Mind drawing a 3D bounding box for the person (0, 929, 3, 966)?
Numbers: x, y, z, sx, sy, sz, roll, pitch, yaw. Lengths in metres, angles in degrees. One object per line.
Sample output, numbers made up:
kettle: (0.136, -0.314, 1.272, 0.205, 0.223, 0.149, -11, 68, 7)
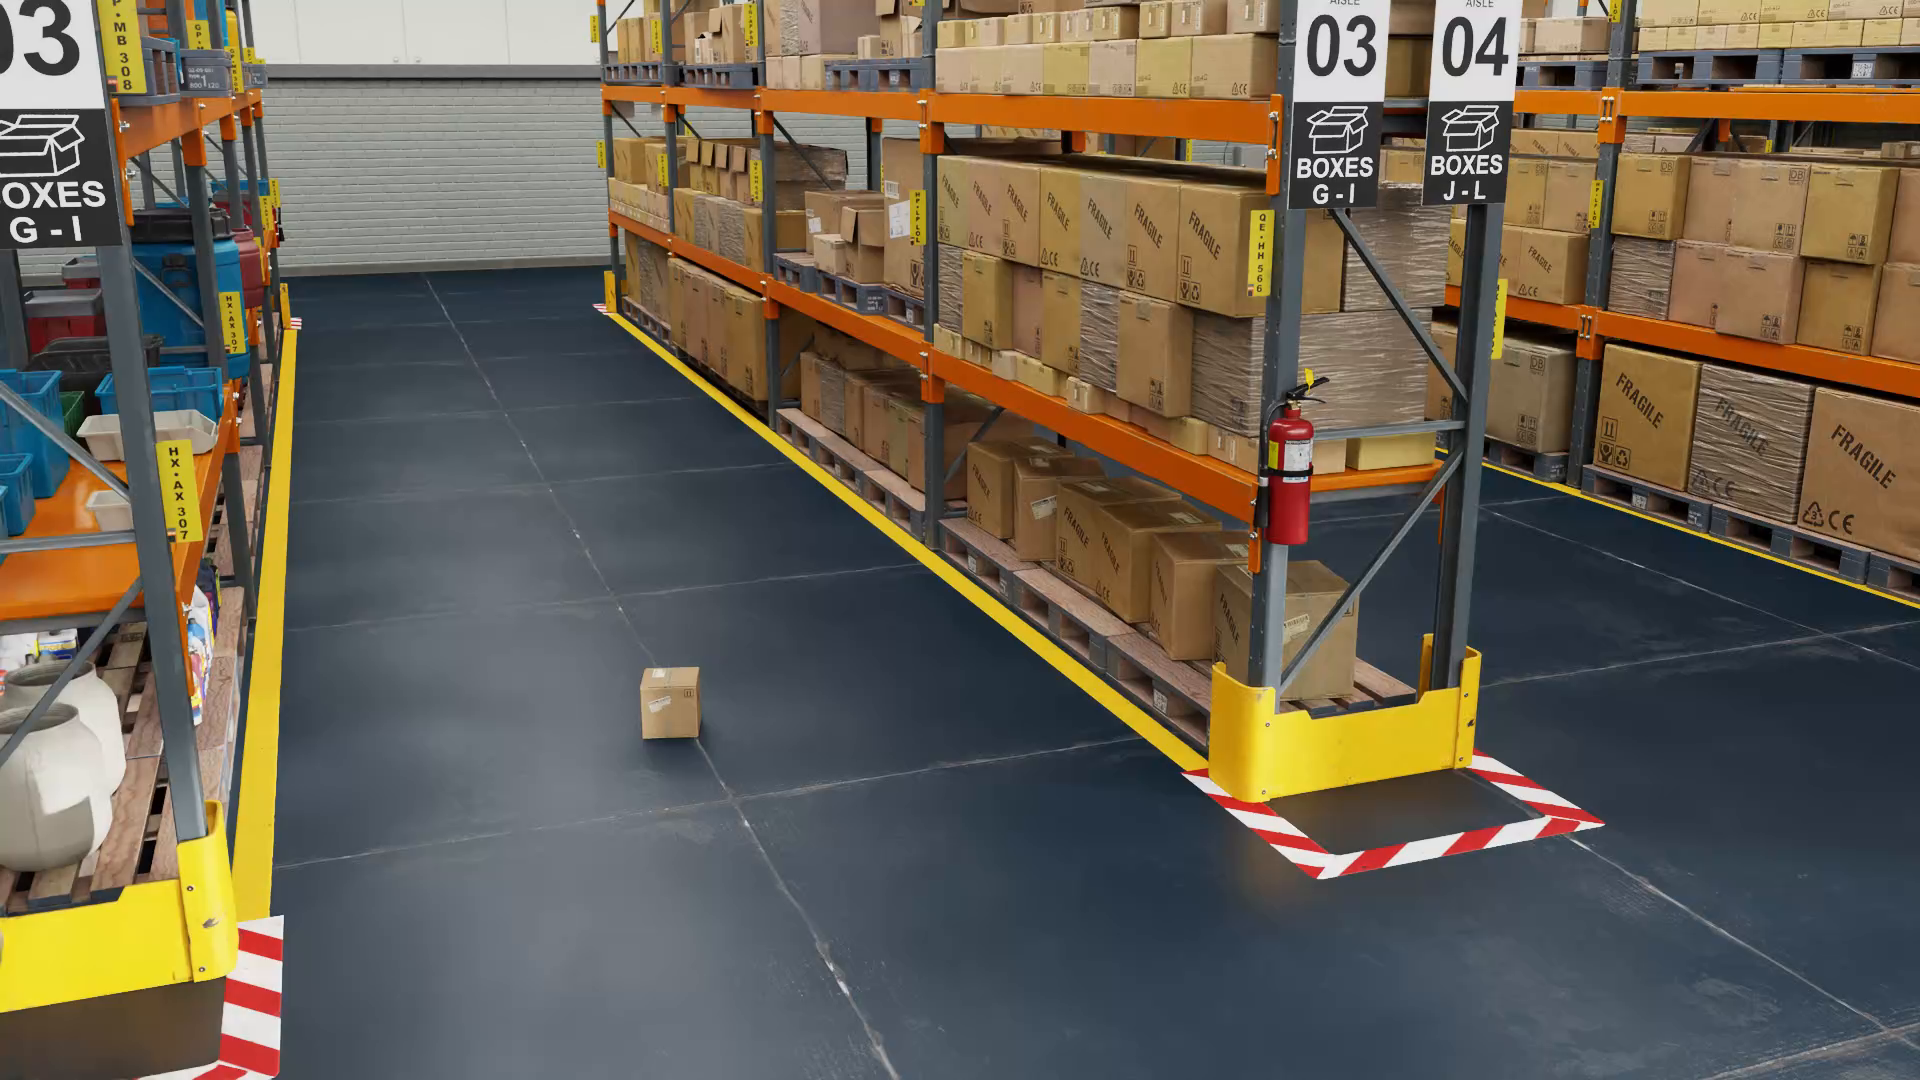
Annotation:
person: (-2.473, 0.967, 4.002, 0.643, 1.704, 0.562, -10, 19, -33)
